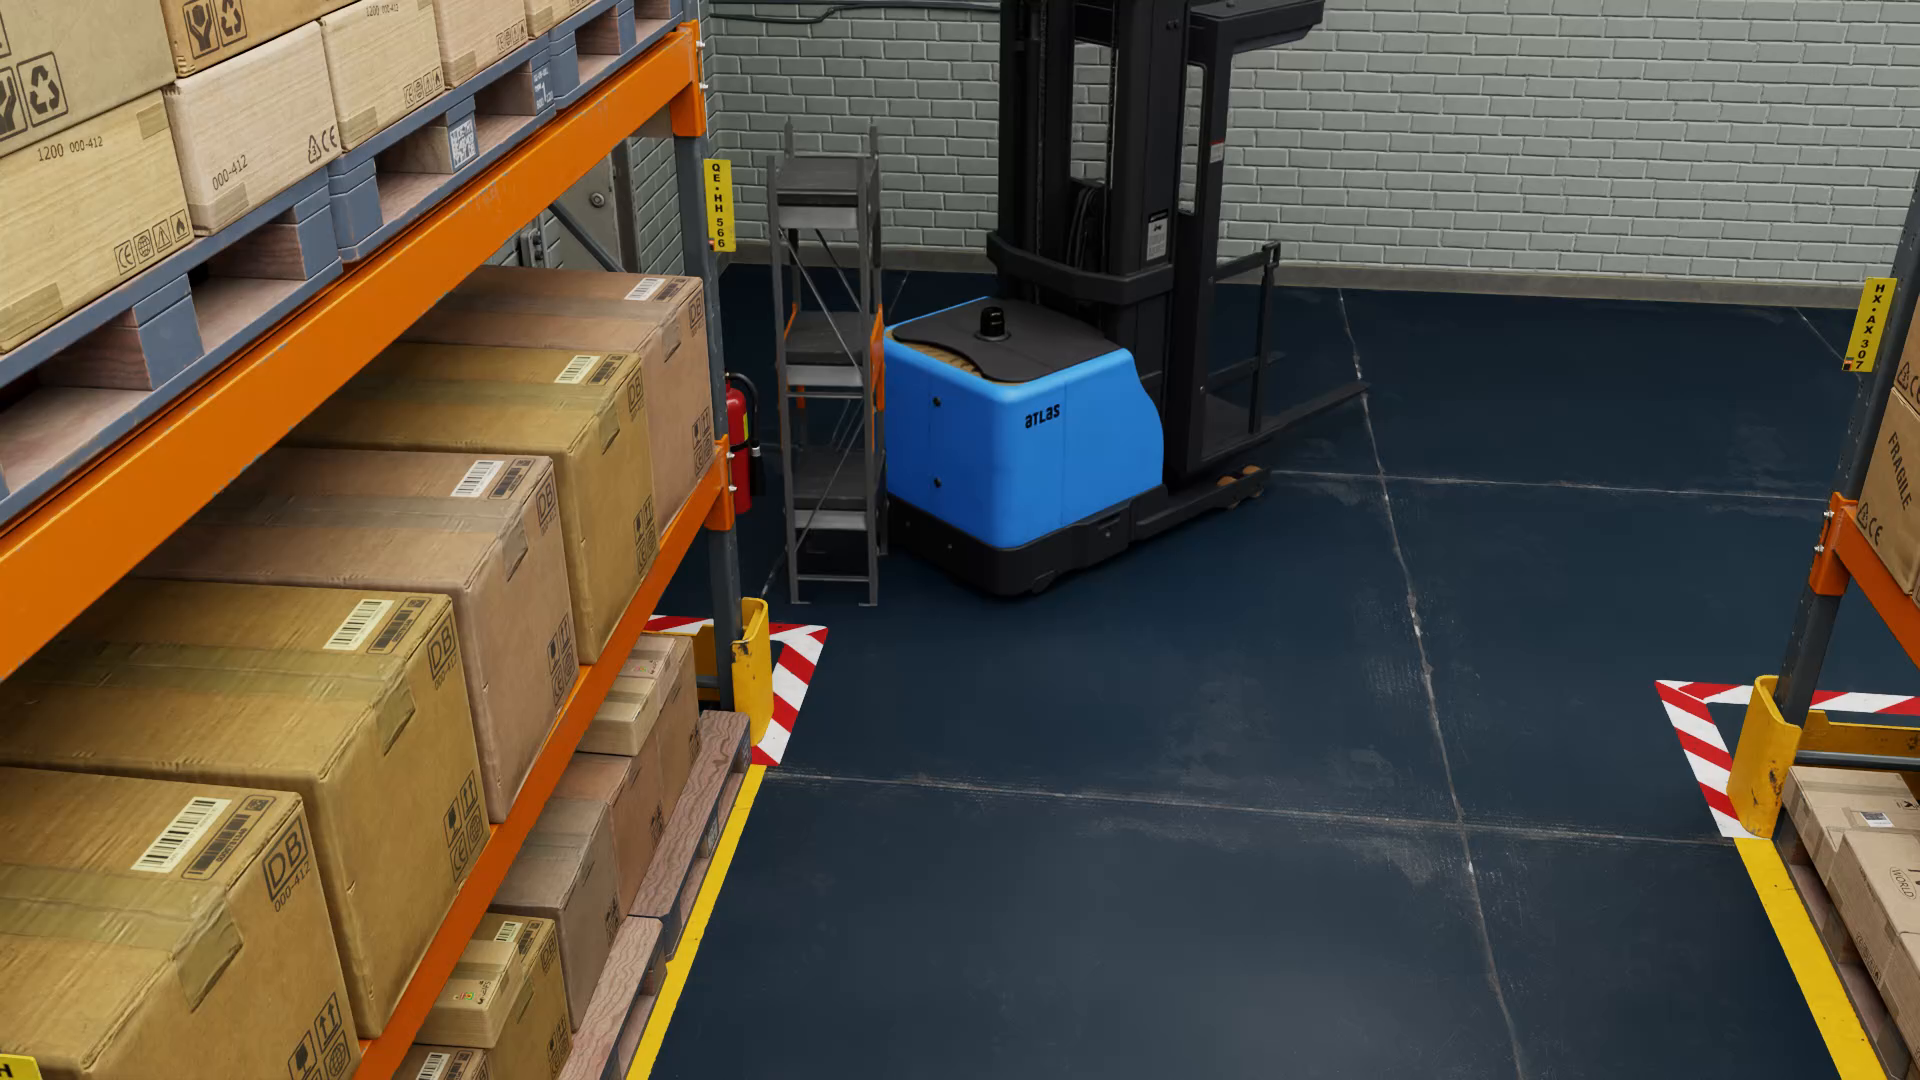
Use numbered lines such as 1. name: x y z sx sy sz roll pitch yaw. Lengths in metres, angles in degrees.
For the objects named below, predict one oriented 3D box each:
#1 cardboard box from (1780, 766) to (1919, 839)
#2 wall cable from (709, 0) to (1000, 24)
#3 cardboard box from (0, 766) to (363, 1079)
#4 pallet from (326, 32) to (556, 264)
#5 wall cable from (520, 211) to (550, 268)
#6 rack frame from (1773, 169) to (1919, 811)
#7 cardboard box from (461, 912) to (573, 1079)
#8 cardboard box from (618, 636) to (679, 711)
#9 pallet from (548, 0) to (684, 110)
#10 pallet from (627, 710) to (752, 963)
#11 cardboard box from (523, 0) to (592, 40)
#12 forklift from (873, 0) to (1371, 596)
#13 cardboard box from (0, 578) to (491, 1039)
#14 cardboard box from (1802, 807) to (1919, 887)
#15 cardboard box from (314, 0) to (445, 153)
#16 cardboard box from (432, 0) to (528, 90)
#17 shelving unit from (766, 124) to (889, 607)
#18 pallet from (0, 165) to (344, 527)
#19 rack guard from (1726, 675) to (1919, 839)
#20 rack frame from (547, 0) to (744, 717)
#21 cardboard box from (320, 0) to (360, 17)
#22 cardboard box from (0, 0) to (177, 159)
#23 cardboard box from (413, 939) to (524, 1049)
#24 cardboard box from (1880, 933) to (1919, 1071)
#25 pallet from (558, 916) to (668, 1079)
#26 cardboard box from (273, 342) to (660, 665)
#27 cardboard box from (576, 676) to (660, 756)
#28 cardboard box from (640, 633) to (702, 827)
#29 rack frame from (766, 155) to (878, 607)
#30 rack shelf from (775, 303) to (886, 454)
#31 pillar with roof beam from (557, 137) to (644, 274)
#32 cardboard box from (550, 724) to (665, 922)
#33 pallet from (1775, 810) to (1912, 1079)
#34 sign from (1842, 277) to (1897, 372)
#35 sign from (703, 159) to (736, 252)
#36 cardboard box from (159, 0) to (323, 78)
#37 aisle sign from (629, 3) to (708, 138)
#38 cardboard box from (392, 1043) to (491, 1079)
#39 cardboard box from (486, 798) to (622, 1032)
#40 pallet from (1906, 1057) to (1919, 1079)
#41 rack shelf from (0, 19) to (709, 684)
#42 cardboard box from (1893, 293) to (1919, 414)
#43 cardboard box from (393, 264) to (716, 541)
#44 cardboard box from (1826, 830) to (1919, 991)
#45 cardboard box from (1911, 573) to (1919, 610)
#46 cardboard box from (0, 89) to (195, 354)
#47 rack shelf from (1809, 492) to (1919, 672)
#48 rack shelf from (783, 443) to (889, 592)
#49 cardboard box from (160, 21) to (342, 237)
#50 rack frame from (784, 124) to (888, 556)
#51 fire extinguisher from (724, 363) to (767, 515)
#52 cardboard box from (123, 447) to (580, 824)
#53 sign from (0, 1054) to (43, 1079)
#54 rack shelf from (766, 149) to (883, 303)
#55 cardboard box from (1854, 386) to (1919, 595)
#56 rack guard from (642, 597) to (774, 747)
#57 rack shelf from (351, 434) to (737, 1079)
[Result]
1. cardboard box: 3.152 0.942 5.880 0.380 0.149 0.250 3 28 6
2. wall cable: -0.325 -4.498 10.385 3.097 2.526 0.112 3 28 6
3. cardboard box: -1.780 0.914 3.074 0.980 0.700 0.700 4 29 7
4. pallet: -1.600 -0.938 3.760 1.003 0.211 1.213 3 28 6
5. wall cable: -2.154 -1.687 7.148 0.084 1.984 1.851 3 28 6
6. rack frame: 3.544 -0.296 5.637 1.000 3.000 0.127 3 28 6
7. cardboard box: -1.539 1.392 4.696 0.700 0.500 0.500 4 29 7
8. cardboard box: -1.194 0.454 5.753 0.380 0.149 0.250 3 28 6
9. pallet: -1.453 -1.514 4.829 1.003 0.211 1.213 3 28 6
10. pallet: -1.393 1.026 6.123 1.003 0.211 1.213 3 28 6
11. cardboard box: -1.261 -1.461 4.246 0.500 0.250 0.500 2 28 4
12. forklift: 0.979 -1.615 8.157 3.031 2.935 1.130 -23 36 -36
13. cardboard box: -1.685 0.571 3.712 0.980 0.700 0.700 3 28 5
14. cardboard box: 3.121 1.052 5.658 0.380 0.166 0.250 3 28 6
15. cardboard box: -1.384 -0.974 3.342 0.500 0.250 0.500 3 28 5
16. cardboard box: -1.320 -1.215 3.790 0.500 0.250 0.500 3 28 5
17. shelving unit: -0.567 -0.737 7.405 0.431 2.100 0.503 2 28 3
18. pallet: -1.752 -0.365 2.697 1.003 0.211 1.213 3 28 6
19. rack guard: 3.535 0.840 6.164 1.175 0.500 0.348 3 28 6
20. rack frame: -1.372 -0.582 6.168 1.000 3.000 0.127 3 28 6
21. cardboard box: -1.385 -1.307 3.171 0.500 0.500 0.500 4 29 7
22. cardboard box: -1.497 -0.832 2.289 0.500 0.500 0.500 3 28 6
23. cardboard box: -1.382 1.188 4.391 0.380 0.149 0.250 3 28 5
24. cardboard box: 3.074 1.431 4.867 0.500 0.250 0.500 3 28 6
25. pallet: -1.545 1.599 5.060 1.003 0.211 1.213 3 28 6
26. cardboard box: -1.503 -0.131 5.014 0.980 0.700 0.700 3 28 6
27. cardboard box: -1.224 0.574 5.530 0.380 0.149 0.250 4 29 8
28. cardboard box: -1.359 0.669 6.039 0.700 0.500 0.500 3 28 6
29. rack frame: -0.581 -0.622 7.191 0.400 2.100 0.015 2 28 3
30. rack shelf: -0.567 -0.725 7.412 0.431 0.518 0.480 2 28 3
31. pillar with roof beam: 2.372 -4.294 6.733 9.100 9.000 0.400 3 28 6
32. cardboard box: -1.420 0.904 5.602 0.700 0.500 0.500 3 28 6
33. pallet: 3.438 1.343 5.536 1.003 0.211 1.213 3 28 6
34. sign: 3.006 -0.709 5.490 0.100 0.325 0.005 3 28 6
35. sign: -0.836 -1.158 5.767 0.100 0.325 0.005 3 28 6
36. cardboard box: -1.440 -1.075 2.739 0.500 0.500 0.500 3 28 5
37. aisle sign: -1.066 -1.743 5.582 0.394 0.787 0.004 3 28 6
38. cardboard box: -1.604 1.634 4.248 0.700 0.500 0.500 3 28 6
39. cardboard box: -1.481 1.141 5.162 0.700 0.500 0.500 2 28 5
40. pallet: 3.286 1.915 4.473 1.003 0.211 1.213 3 28 6
41. rack shelf: -1.618 -0.645 3.880 1.077 0.370 4.000 3 28 6
42. cardboard box: 3.228 -0.587 5.017 0.500 0.500 0.500 4 29 8
43. cardboard box: -1.425 -0.474 5.650 0.980 0.700 0.700 5 29 9
44. cardboard box: 3.135 1.195 5.304 0.500 0.250 0.500 3 28 6
45. cardboard box: 3.170 0.096 4.803 0.500 0.500 0.500 3 28 6
46. cardboard box: -1.516 -0.493 2.450 0.500 0.250 0.500 3 28 6
47. rack shelf: 3.299 0.962 4.060 1.077 0.370 4.000 3 28 6
48. rack shelf: -0.567 -0.109 7.744 0.431 0.518 0.480 2 28 3
49. cardboard box: -1.440 -0.732 2.893 0.500 0.250 0.500 3 28 5
50. rack frame: -0.553 -0.853 7.620 0.400 2.100 0.015 2 28 3
51. fire extinguisher: -0.896 -0.428 6.357 0.296 0.674 0.183 3 28 6
52. cardboard box: -1.606 0.228 4.348 0.980 0.700 0.700 2 28 4
53. sign: -1.323 0.853 2.368 0.100 0.325 0.005 3 28 6
54. rack shelf: -0.567 -1.342 7.080 0.431 0.518 0.480 2 28 3
55. cardboard box: 3.228 -0.147 5.254 0.500 0.500 0.500 4 29 7
56. rack guard: -1.370 0.507 6.782 1.175 0.500 0.348 3 28 6
57. rack shelf: -1.618 0.676 4.591 1.077 0.370 4.000 3 28 6
